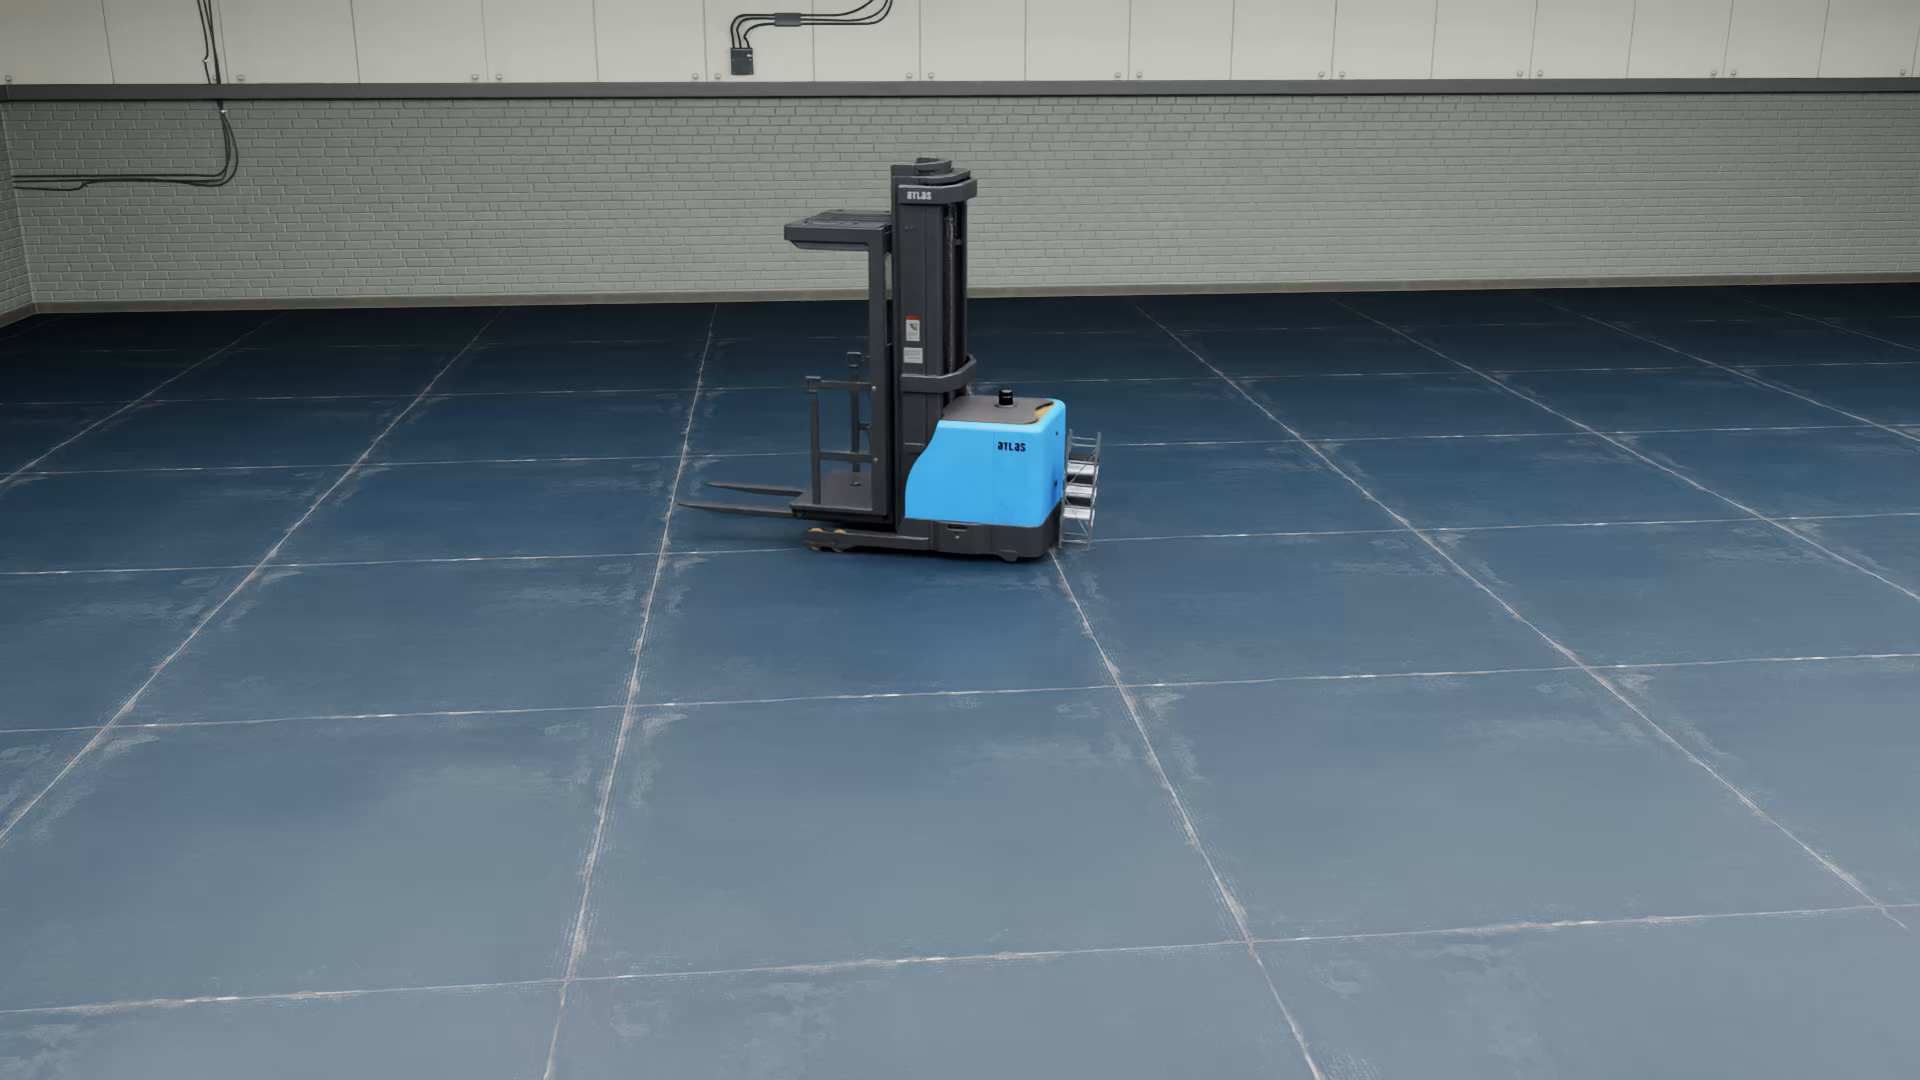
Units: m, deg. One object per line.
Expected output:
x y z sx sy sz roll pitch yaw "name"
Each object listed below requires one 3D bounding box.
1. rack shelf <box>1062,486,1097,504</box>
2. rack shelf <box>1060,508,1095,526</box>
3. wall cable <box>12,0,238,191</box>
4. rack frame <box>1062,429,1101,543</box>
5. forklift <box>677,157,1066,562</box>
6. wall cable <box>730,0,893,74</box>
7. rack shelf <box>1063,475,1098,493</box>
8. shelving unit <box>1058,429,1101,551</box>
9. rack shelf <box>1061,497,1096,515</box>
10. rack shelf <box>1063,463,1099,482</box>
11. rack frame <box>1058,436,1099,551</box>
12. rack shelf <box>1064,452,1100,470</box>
0.923 -0.354 12.888 0.258 0.077 0.200 6 18 7 "rack shelf"
0.913 -0.183 12.943 0.258 0.077 0.200 6 18 7 "rack shelf"
-11.492 -6.020 22.512 3.097 2.526 0.112 -2 18 -6 "wall cable"
0.939 -0.416 12.973 0.240 0.900 0.006 6 18 7 "rack frame"
-0.728 -1.457 12.926 3.031 2.935 1.130 4 18 14 "forklift"
-2.048 -9.412 22.457 2.305 6.003 0.169 -2 18 -6 "wall cable"
0.929 -0.440 12.860 0.258 0.077 0.200 6 18 7 "rack shelf"
0.925 -0.386 12.877 0.258 0.900 0.210 6 18 7 "shelving unit"
0.918 -0.269 12.915 0.258 0.077 0.200 6 18 7 "rack shelf"
0.934 -0.525 12.832 0.258 0.077 0.200 6 18 7 "rack shelf"
0.911 -0.356 12.781 0.240 0.900 0.006 6 18 7 "rack frame"
0.939 -0.611 12.805 0.258 0.077 0.200 6 18 7 "rack shelf"
